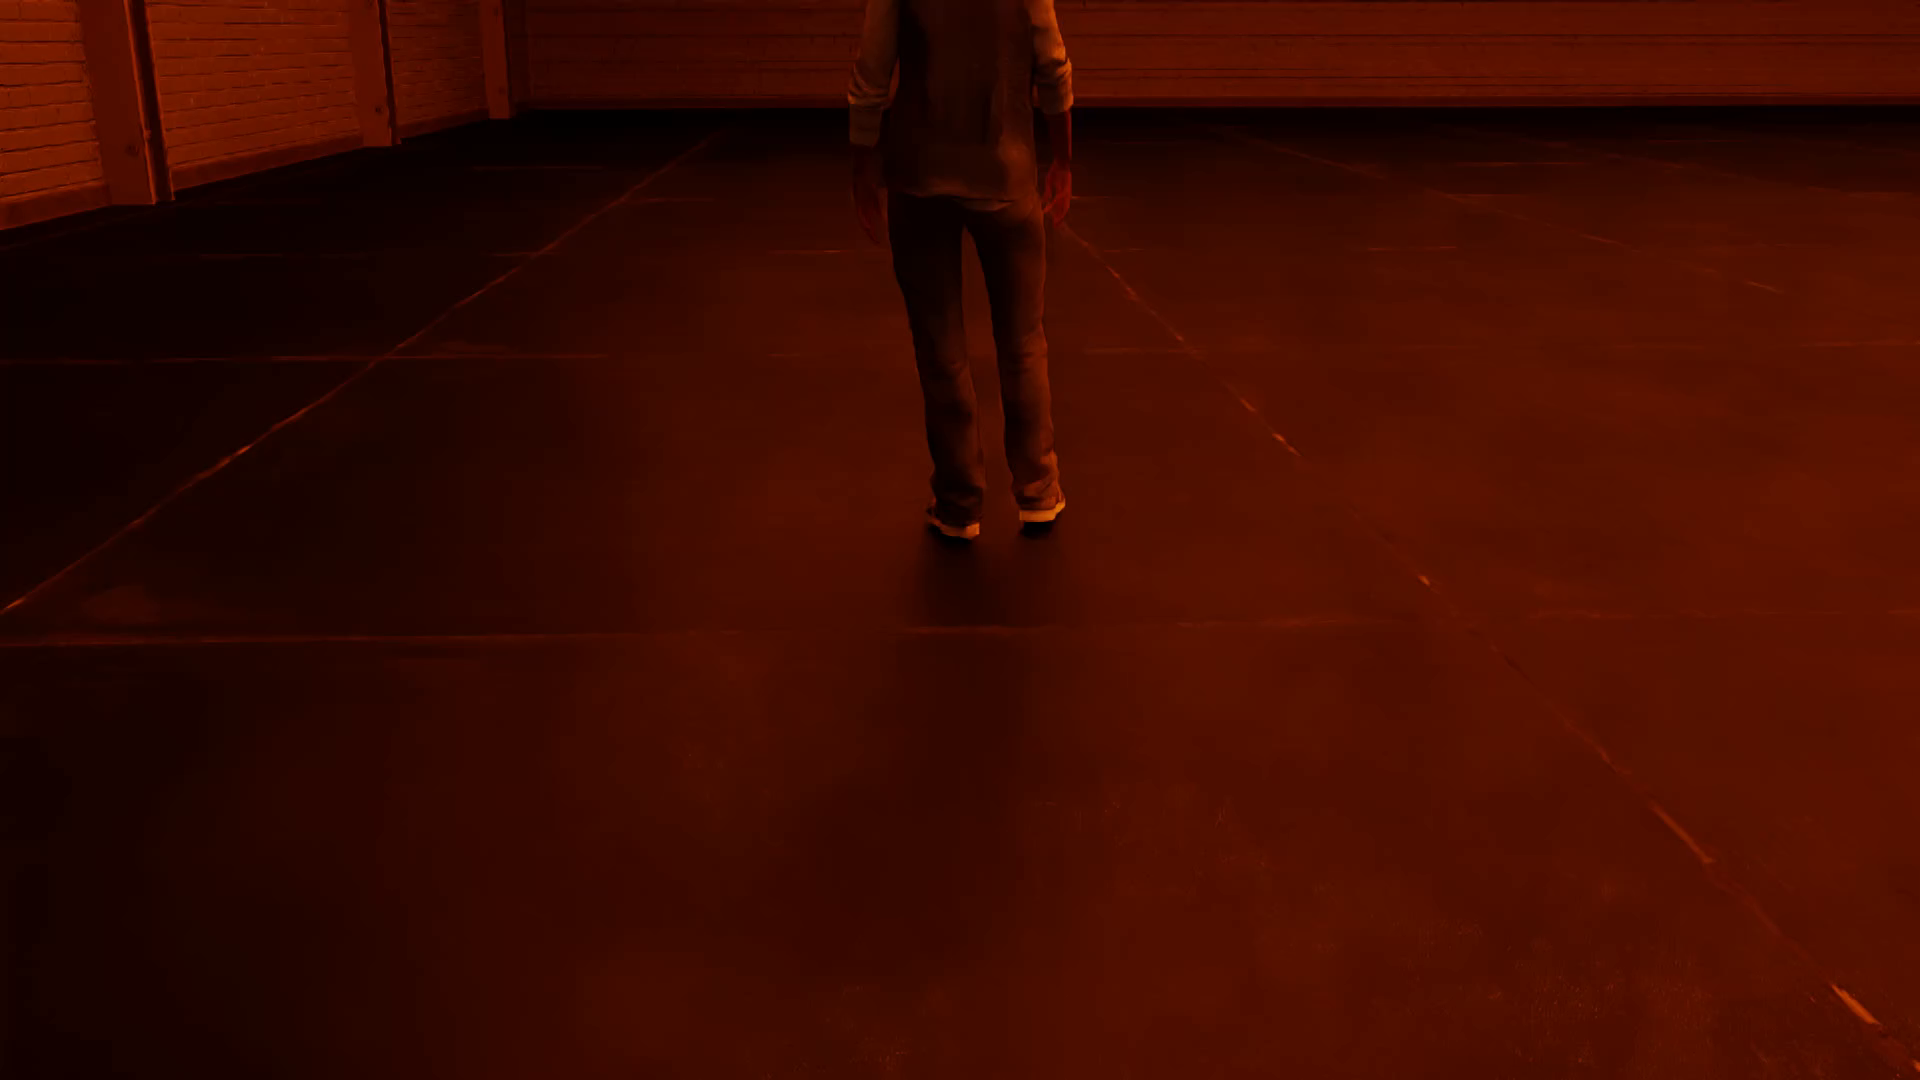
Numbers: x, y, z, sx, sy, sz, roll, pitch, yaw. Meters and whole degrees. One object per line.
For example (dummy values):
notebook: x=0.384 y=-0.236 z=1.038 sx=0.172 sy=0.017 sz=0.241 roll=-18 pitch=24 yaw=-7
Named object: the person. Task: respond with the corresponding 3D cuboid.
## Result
person: x=0.010 y=-0.792 z=3.754 sx=0.521 sy=1.597 sz=0.474 roll=-1 pitch=17 yaw=-3
